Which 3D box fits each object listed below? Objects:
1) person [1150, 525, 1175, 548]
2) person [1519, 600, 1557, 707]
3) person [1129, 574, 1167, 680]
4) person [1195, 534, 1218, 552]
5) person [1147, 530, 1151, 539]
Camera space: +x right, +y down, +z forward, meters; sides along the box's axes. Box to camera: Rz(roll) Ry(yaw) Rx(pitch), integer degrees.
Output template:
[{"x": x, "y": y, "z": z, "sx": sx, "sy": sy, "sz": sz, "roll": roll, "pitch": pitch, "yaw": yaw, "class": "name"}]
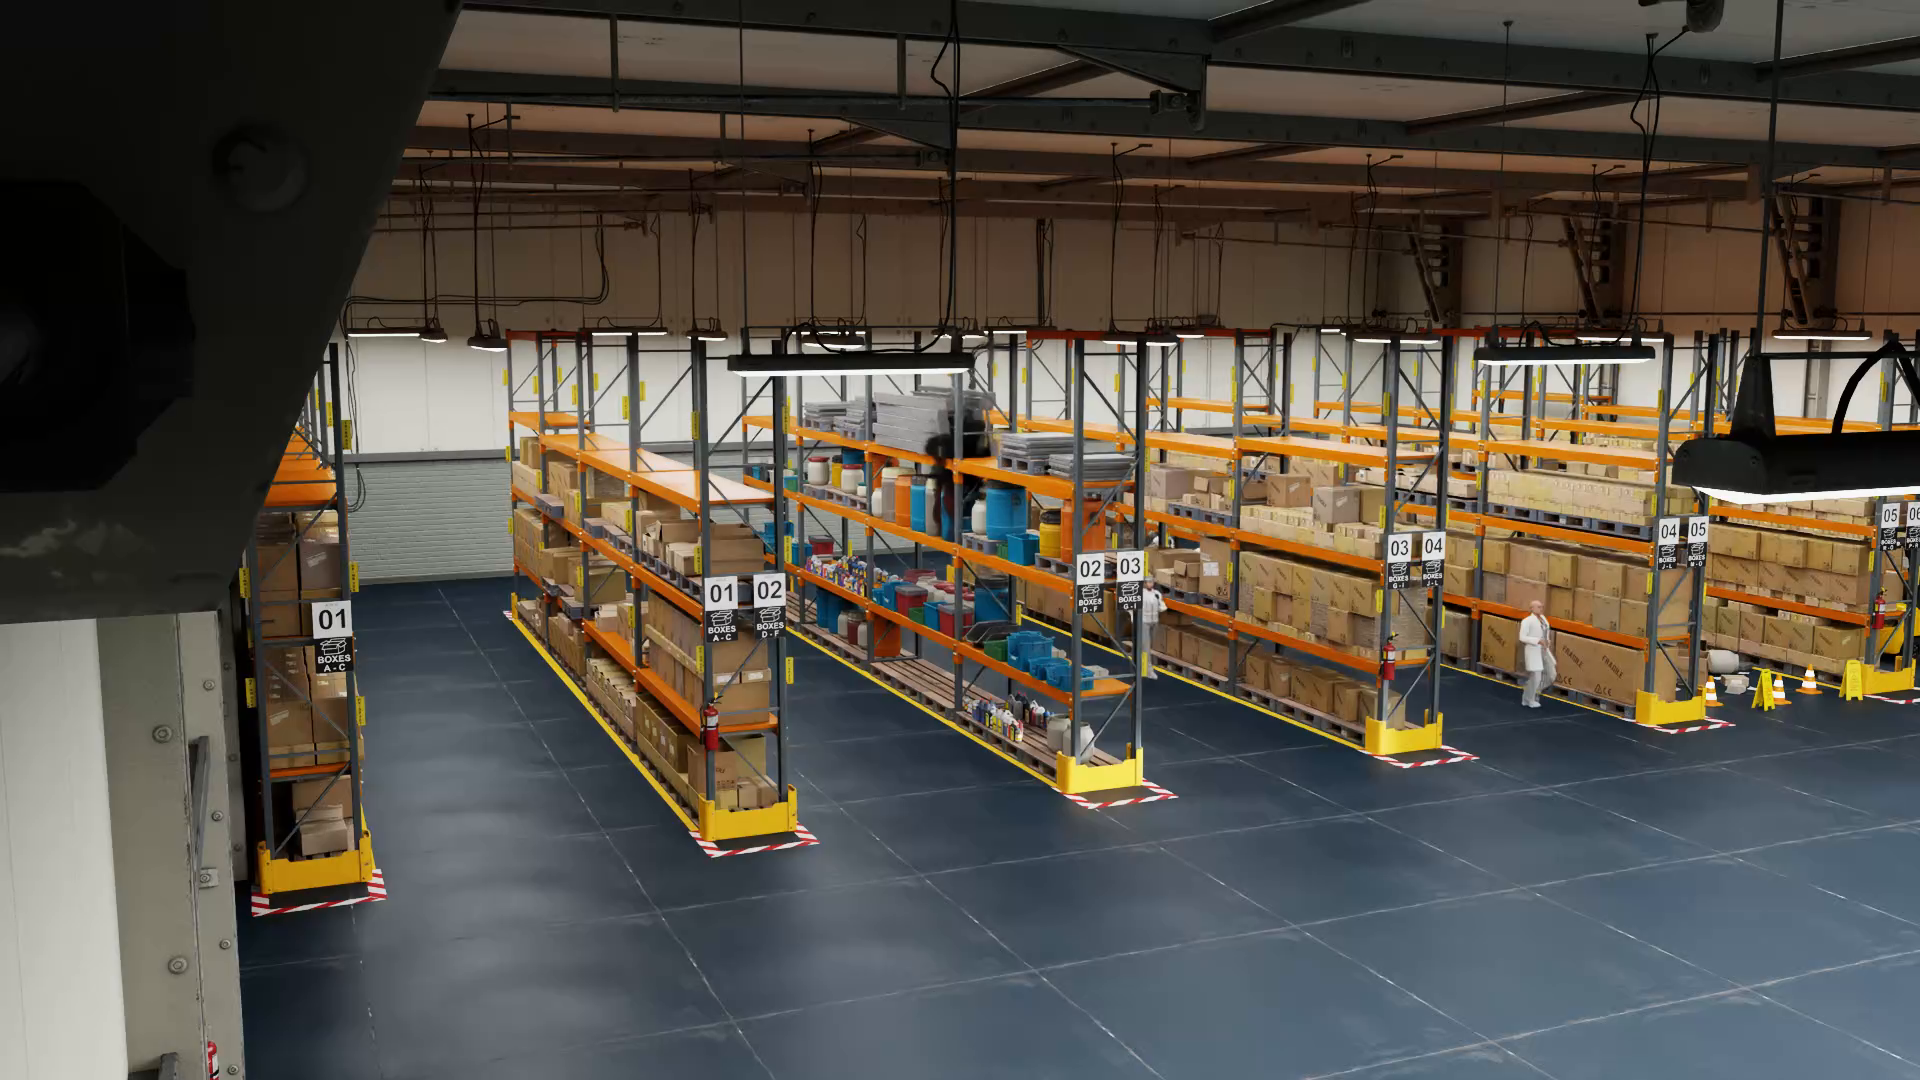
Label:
[{"x": 4.558, "y": 0.474, "z": 36.987, "sx": 0.559, "sy": 1.667, "sz": 0.584, "roll": -3, "pitch": 8, "yaw": -19, "class": "person"}, {"x": 9.313, "y": 1.839, "z": 26.675, "sx": 0.698, "sy": 1.735, "sz": 0.633, "roll": -4, "pitch": 9, "yaw": -27, "class": "person"}, {"x": 3.153, "y": 1.406, "z": 27.738, "sx": 0.599, "sy": 1.719, "sz": 0.788, "roll": -3, "pitch": 8, "yaw": -23, "class": "person"}, {"x": 5.261, "y": 0.729, "z": 34.881, "sx": 0.647, "sy": 1.785, "sz": 0.756, "roll": -4, "pitch": 9, "yaw": -28, "class": "person"}, {"x": 4.632, "y": -0.155, "z": 41.872, "sx": 0.528, "sy": 1.613, "sz": 0.601, "roll": 2, "pitch": 8, "yaw": 14, "class": "person"}]
